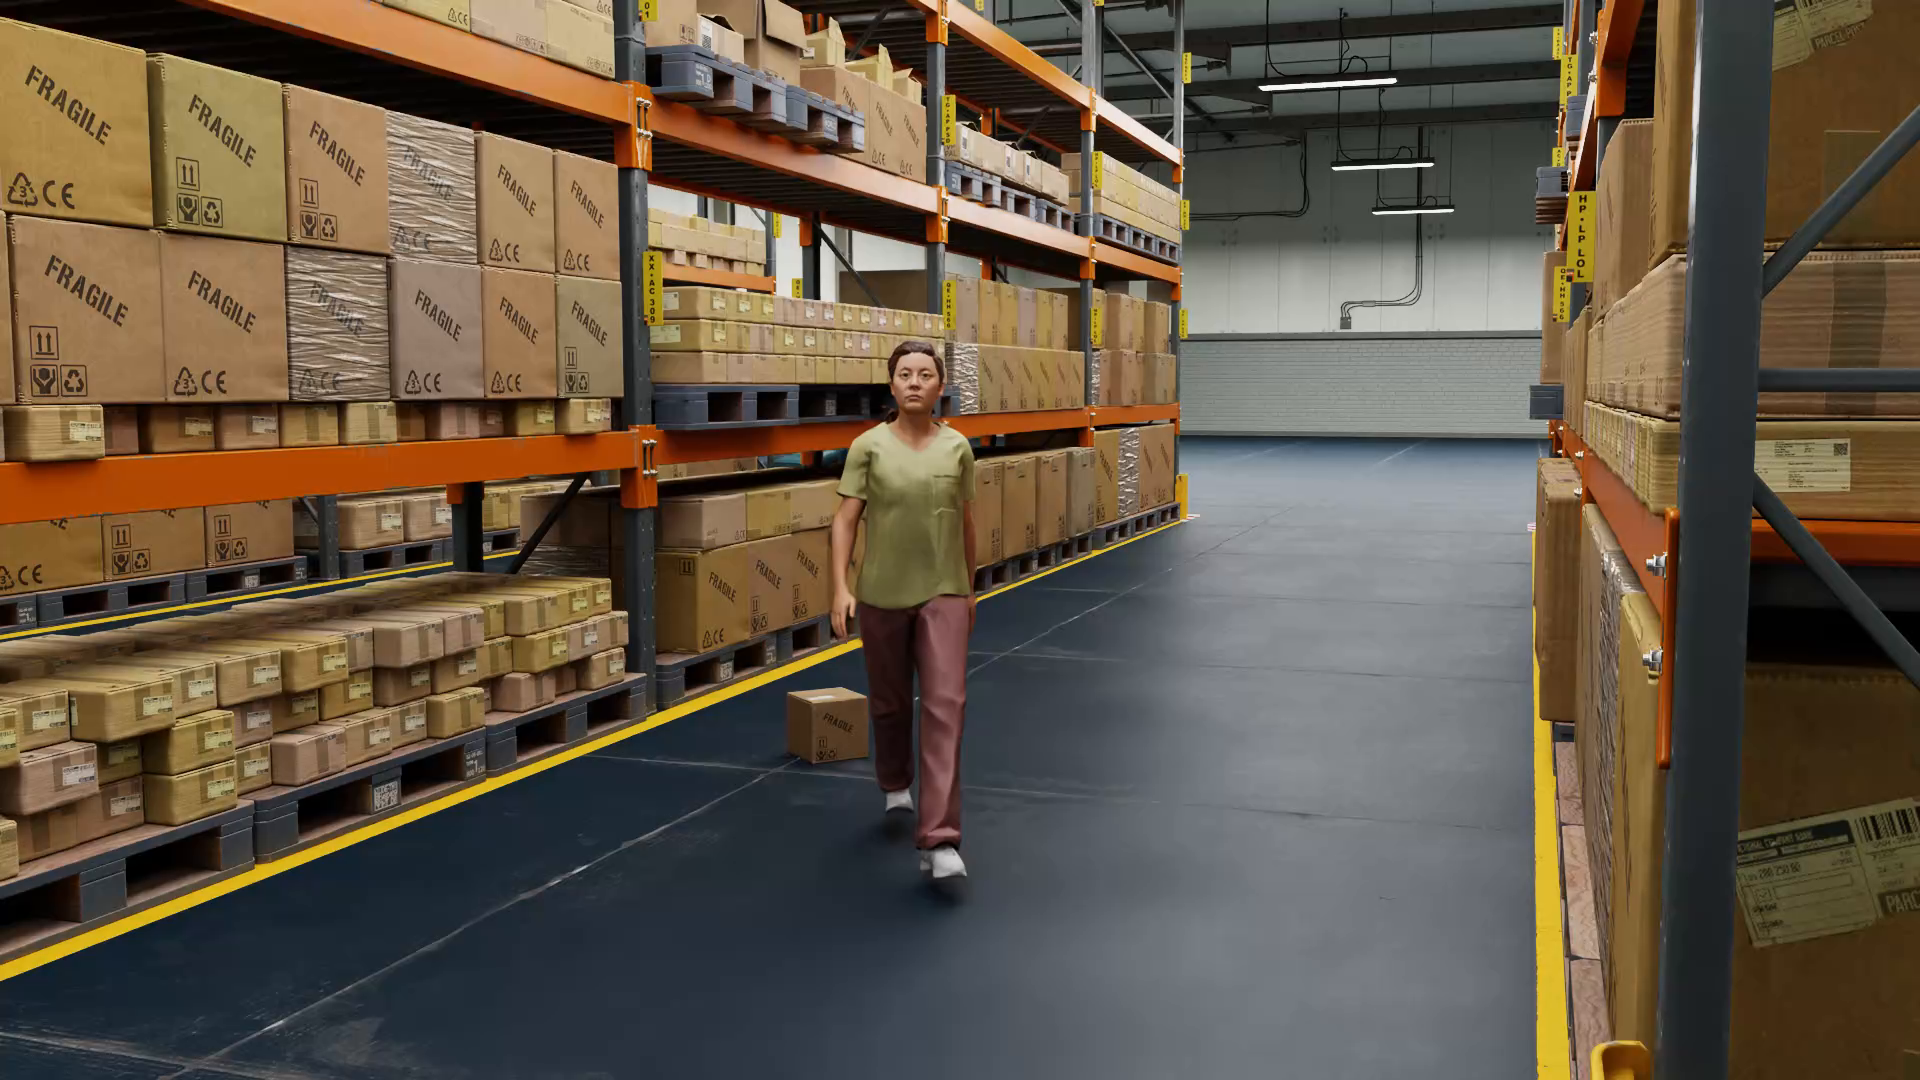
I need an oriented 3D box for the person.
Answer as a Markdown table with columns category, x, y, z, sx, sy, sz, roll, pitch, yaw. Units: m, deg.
| category | x | y | z | sx | sy | sz | roll | pitch | yaw |
| --- | --- | --- | --- | --- | --- | --- | --- | --- | --- |
| person | -0.170 | 0.182 | 5.253 | 0.473 | 1.620 | 1.035 | 0 | 5 | -4 |
